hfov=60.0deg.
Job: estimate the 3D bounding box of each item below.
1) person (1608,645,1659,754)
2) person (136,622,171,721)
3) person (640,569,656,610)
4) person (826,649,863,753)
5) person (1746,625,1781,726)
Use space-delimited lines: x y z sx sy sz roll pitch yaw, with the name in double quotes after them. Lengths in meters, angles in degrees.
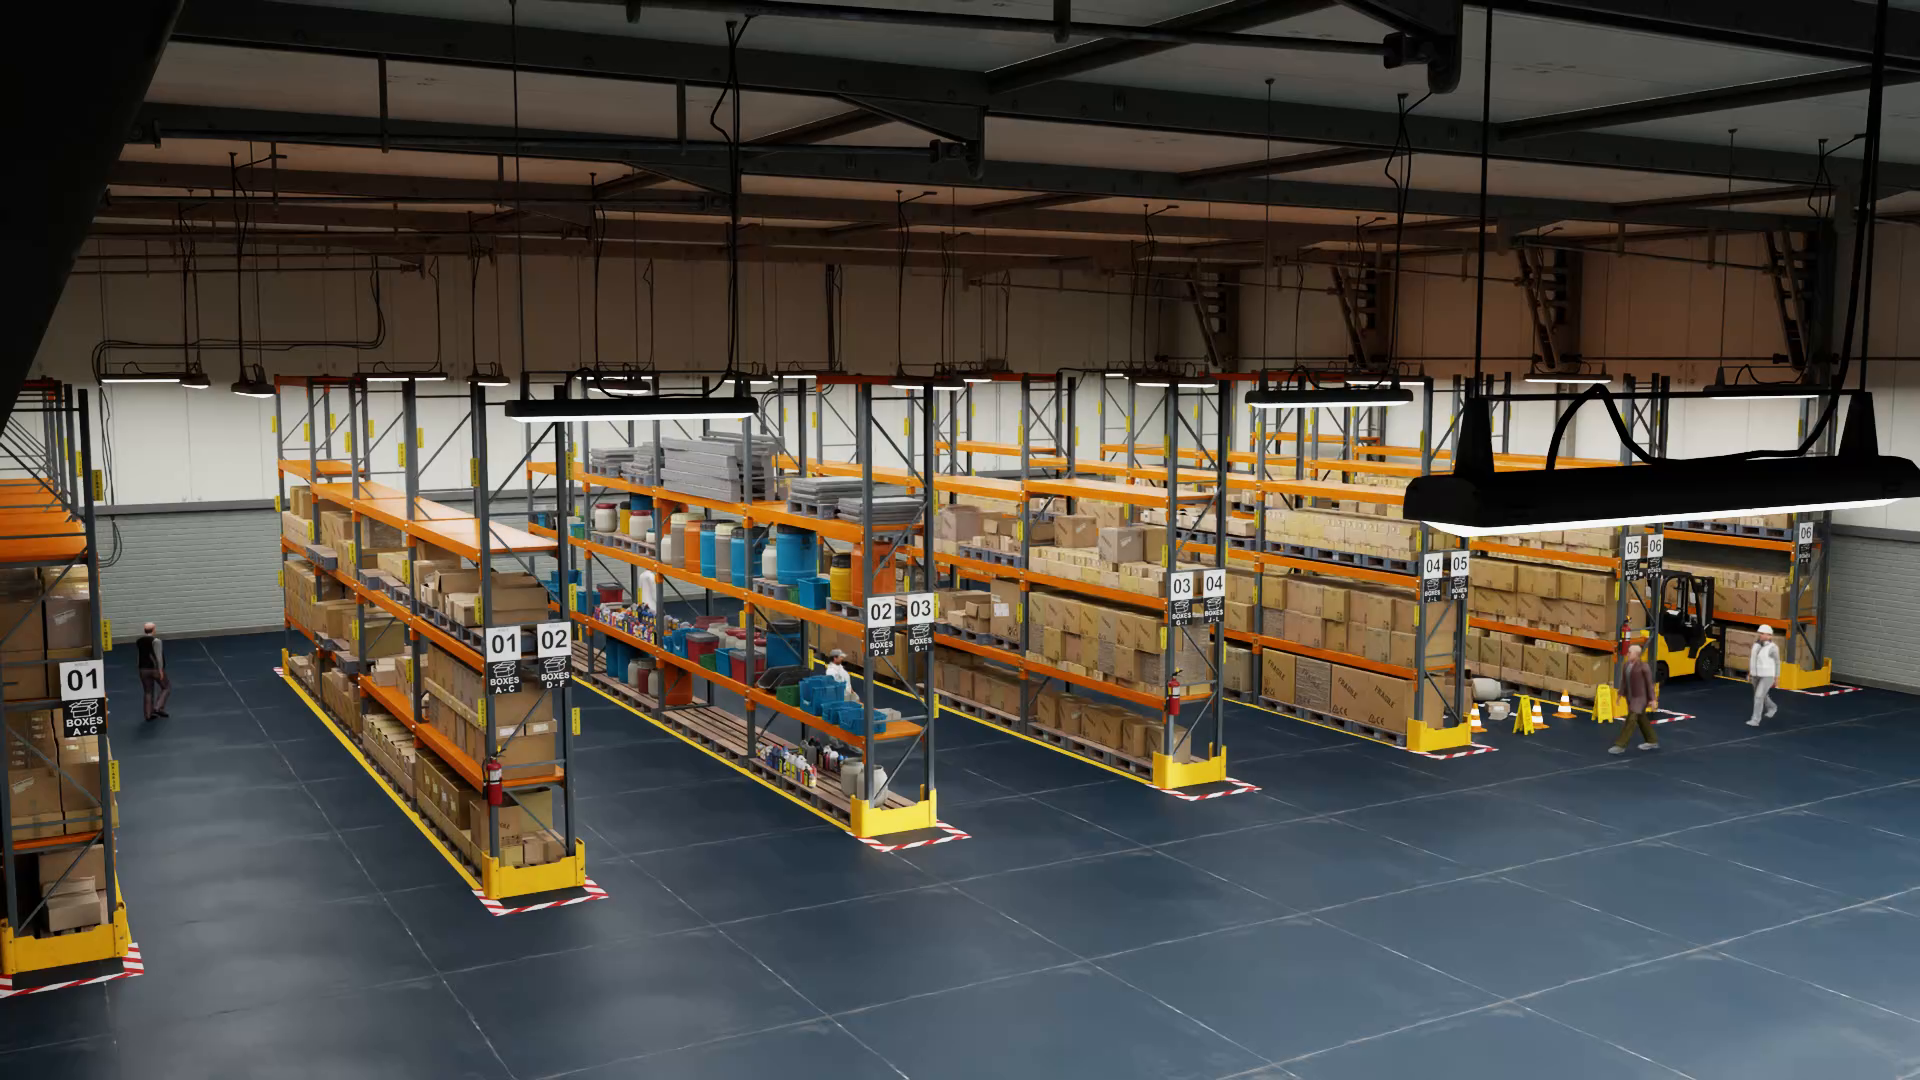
10.793 2.534 26.656 1.066 1.717 0.635 -2 6 -14 "person"
-14.124 2.289 29.040 0.556 1.705 0.482 0 6 3 "person"
-7.029 1.351 37.460 0.928 1.754 0.620 -5 8 -36 "person"
-1.825 2.590 26.938 0.717 1.656 0.504 1 6 13 "person"
13.914 2.322 28.746 0.999 1.738 0.543 -3 7 -28 "person"
